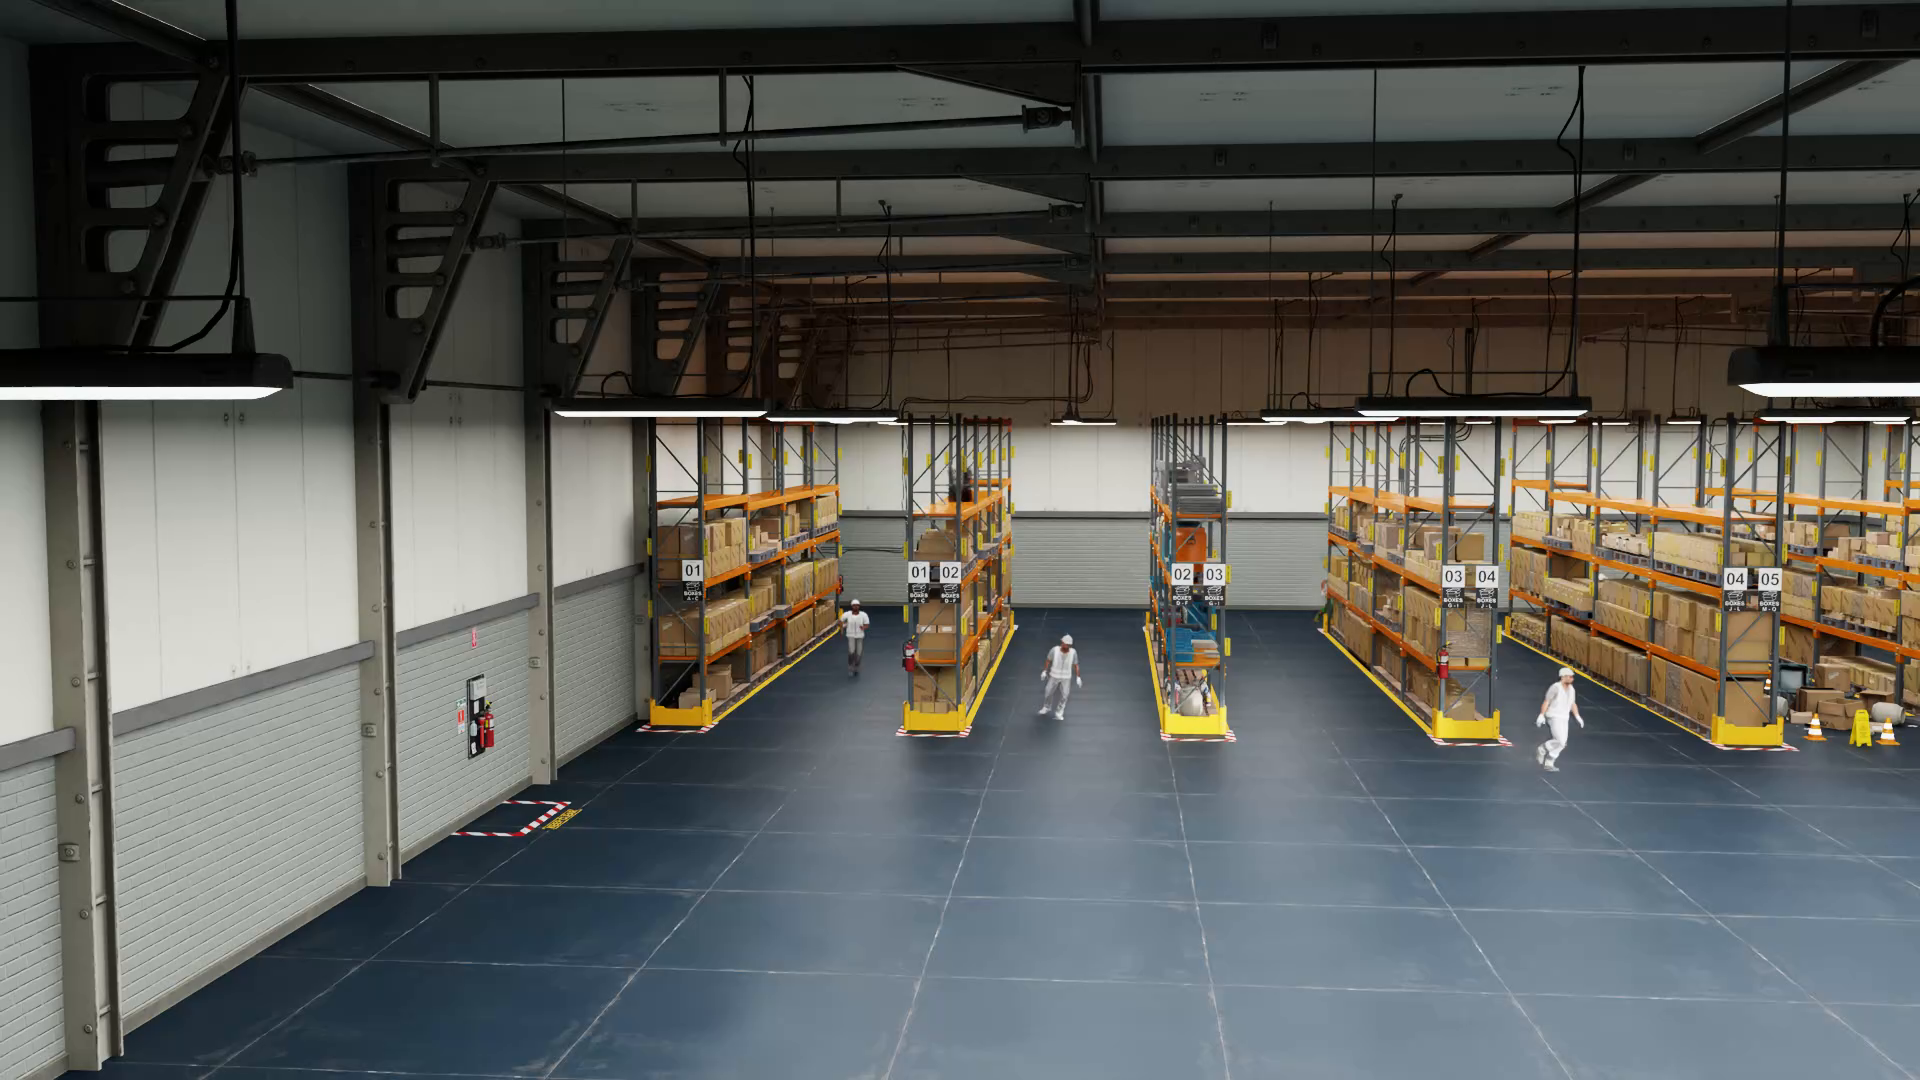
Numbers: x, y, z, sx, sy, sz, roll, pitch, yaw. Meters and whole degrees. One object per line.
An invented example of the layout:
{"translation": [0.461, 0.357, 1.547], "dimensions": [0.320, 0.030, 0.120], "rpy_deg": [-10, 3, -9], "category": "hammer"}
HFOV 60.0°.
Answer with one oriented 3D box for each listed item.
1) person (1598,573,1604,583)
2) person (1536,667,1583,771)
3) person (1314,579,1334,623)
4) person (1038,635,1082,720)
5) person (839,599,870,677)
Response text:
{"translation": [17.520, 1.799, 45.364], "dimensions": [0.653, 1.770, 0.966], "rpy_deg": [-1, 4, -19], "category": "person"}
{"translation": [9.987, 2.959, 27.708], "dimensions": [0.656, 1.689, 0.604], "rpy_deg": [-3, 5, -35], "category": "person"}
{"translation": [10.745, 1.664, 48.207], "dimensions": [0.705, 1.558, 1.132], "rpy_deg": [-2, 4, -26], "category": "person"}
{"translation": [1.954, 2.675, 32.513], "dimensions": [0.831, 1.696, 0.696], "rpy_deg": [0, 4, -1], "category": "person"}
{"translation": [-2.421, 2.265, 38.352], "dimensions": [0.680, 1.788, 0.717], "rpy_deg": [-1, 4, -11], "category": "person"}
